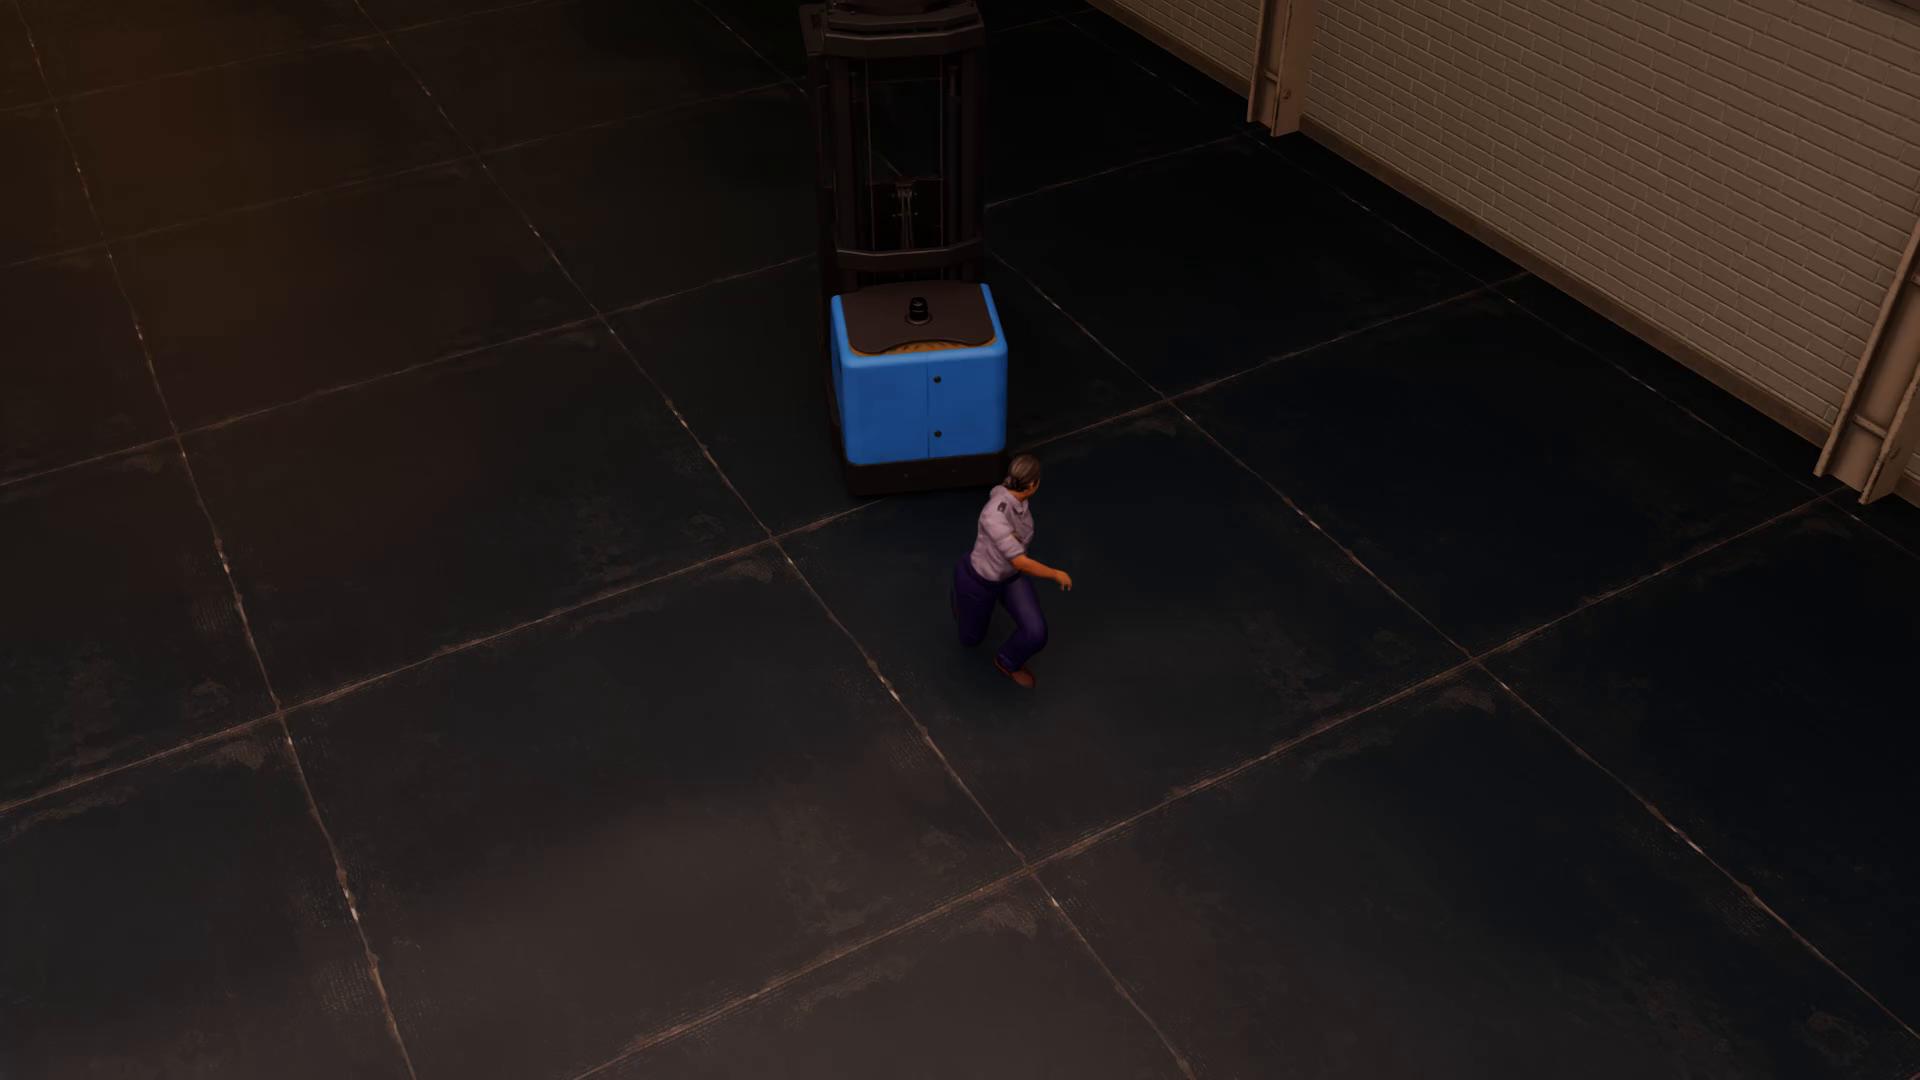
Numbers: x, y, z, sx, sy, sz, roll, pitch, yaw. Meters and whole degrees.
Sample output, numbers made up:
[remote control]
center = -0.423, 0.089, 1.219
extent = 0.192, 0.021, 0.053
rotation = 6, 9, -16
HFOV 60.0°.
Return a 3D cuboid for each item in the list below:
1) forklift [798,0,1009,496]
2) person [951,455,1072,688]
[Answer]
[forklift]
center = -0.422, -2.350, 10.869
extent = 1.130, 2.935, 3.031
rotation = -6, 40, -7
[person]
center = 0.234, 0.115, 9.123
extent = 0.593, 1.428, 0.861
rotation = -27, 47, -29
